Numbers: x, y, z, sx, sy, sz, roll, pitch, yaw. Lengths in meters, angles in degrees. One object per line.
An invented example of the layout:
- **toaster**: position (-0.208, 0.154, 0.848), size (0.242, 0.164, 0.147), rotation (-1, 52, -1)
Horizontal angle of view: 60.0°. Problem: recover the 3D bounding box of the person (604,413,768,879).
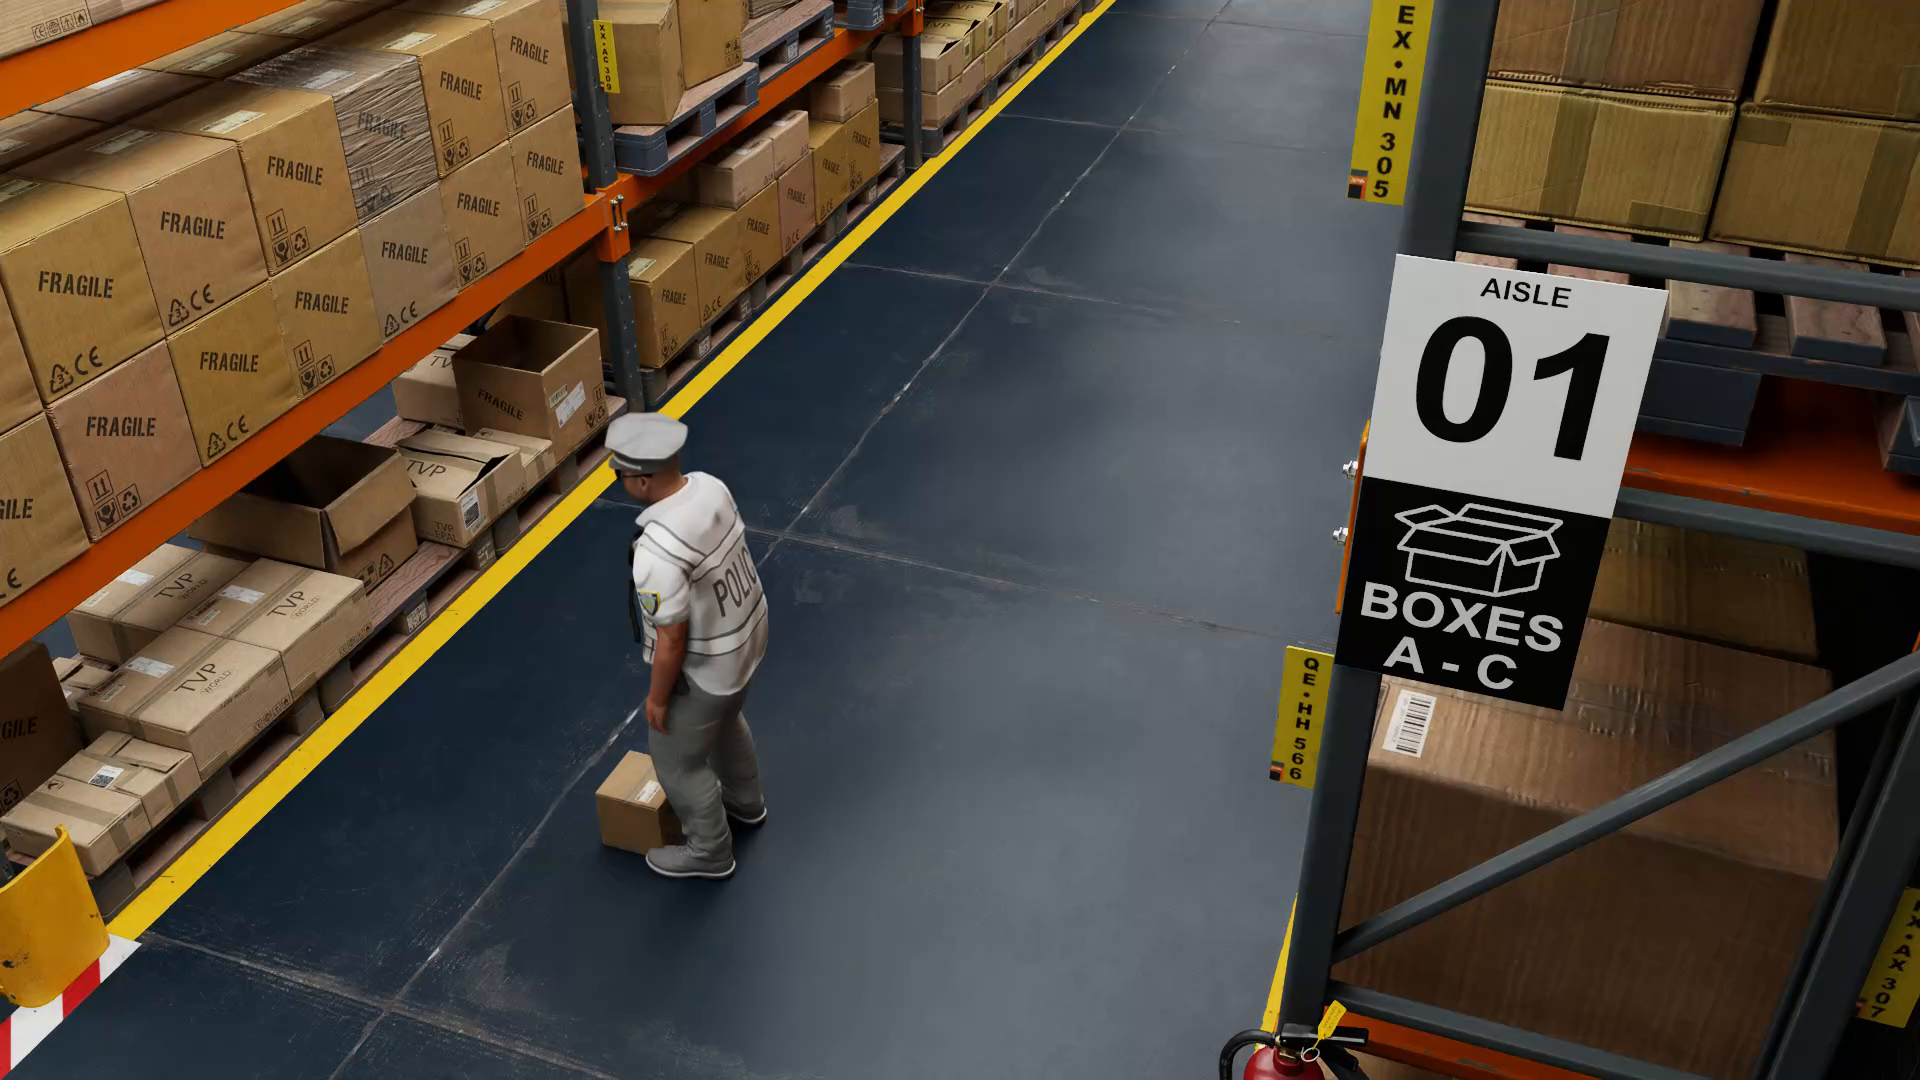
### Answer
- **person**: position (-0.873, 0.381, 5.549), size (0.438, 1.747, 0.596), rotation (9, 34, 14)
